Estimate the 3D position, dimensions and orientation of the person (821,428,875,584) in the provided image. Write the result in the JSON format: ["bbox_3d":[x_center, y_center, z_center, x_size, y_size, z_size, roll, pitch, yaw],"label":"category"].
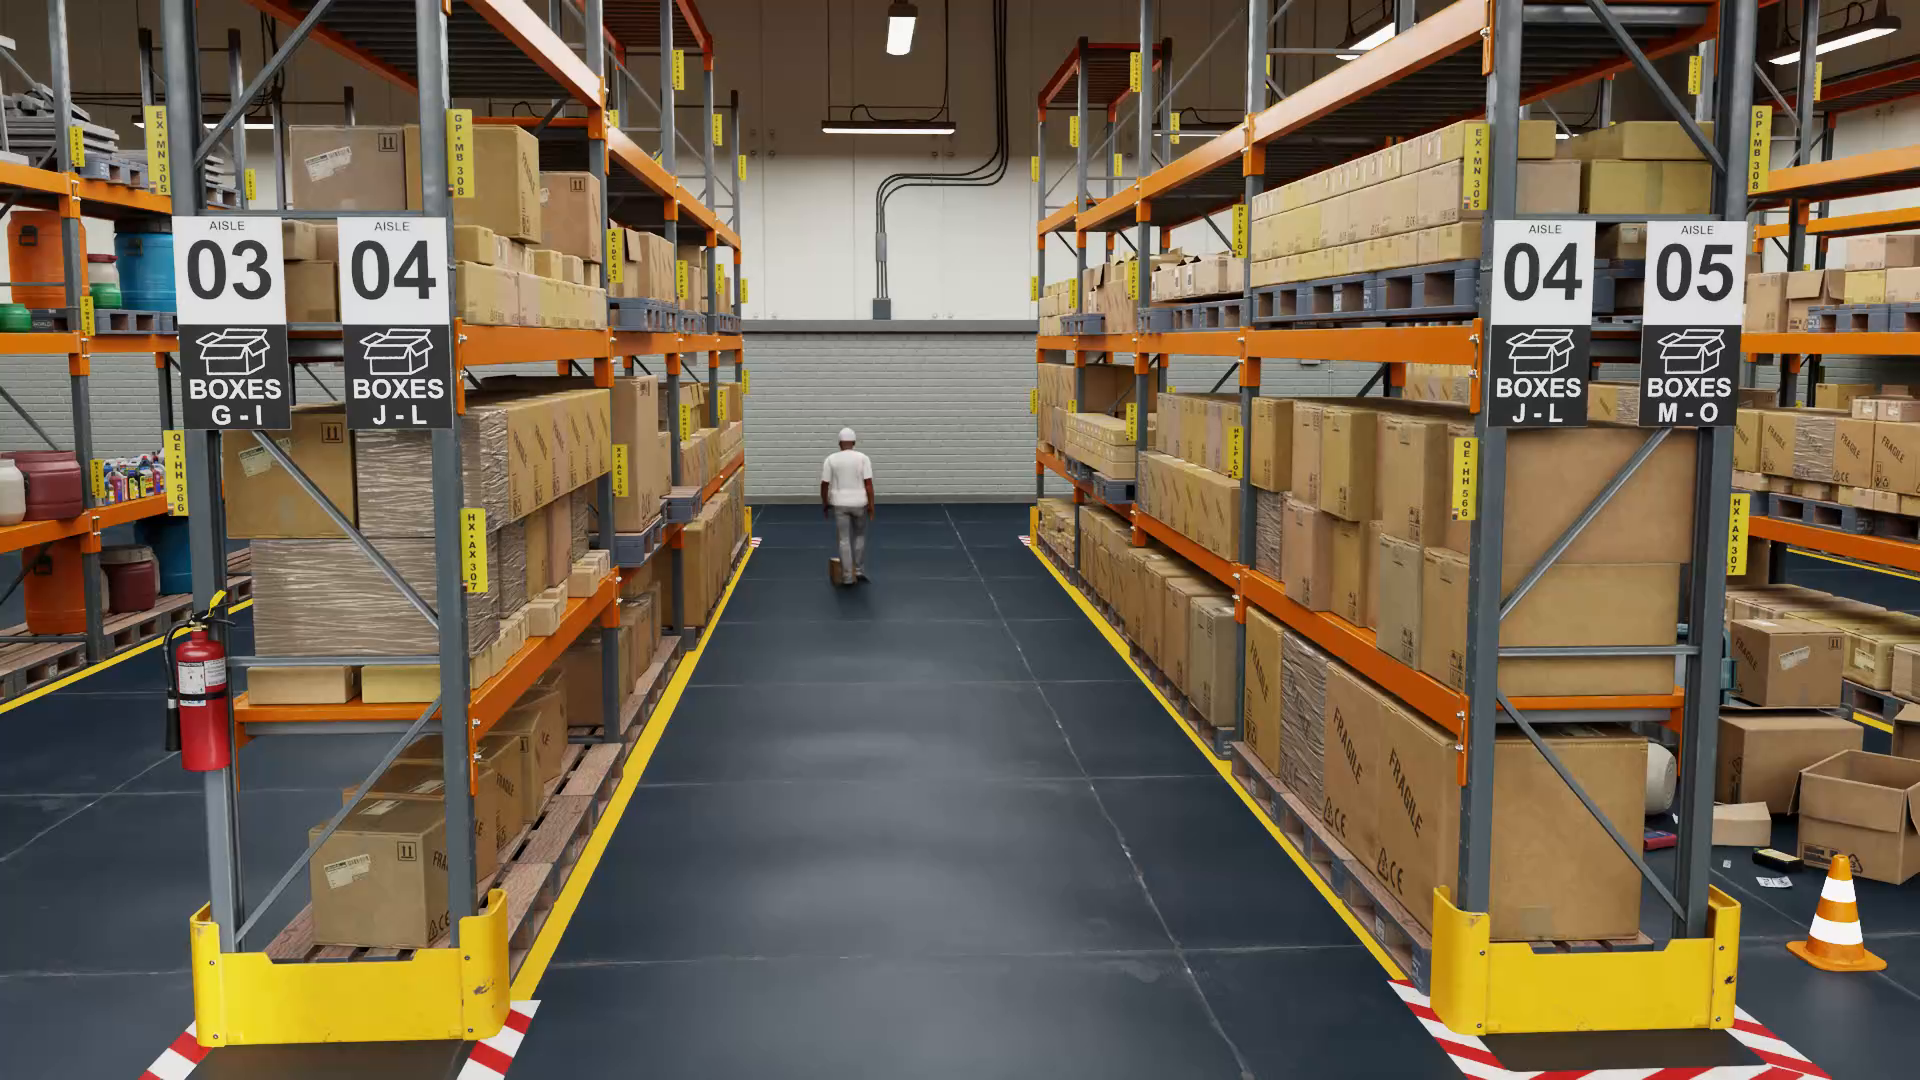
[{"bbox_3d":[-1.285,-0.385,18.863,0.592,1.773,0.834,-1,7,-9],"label":"person"}]
